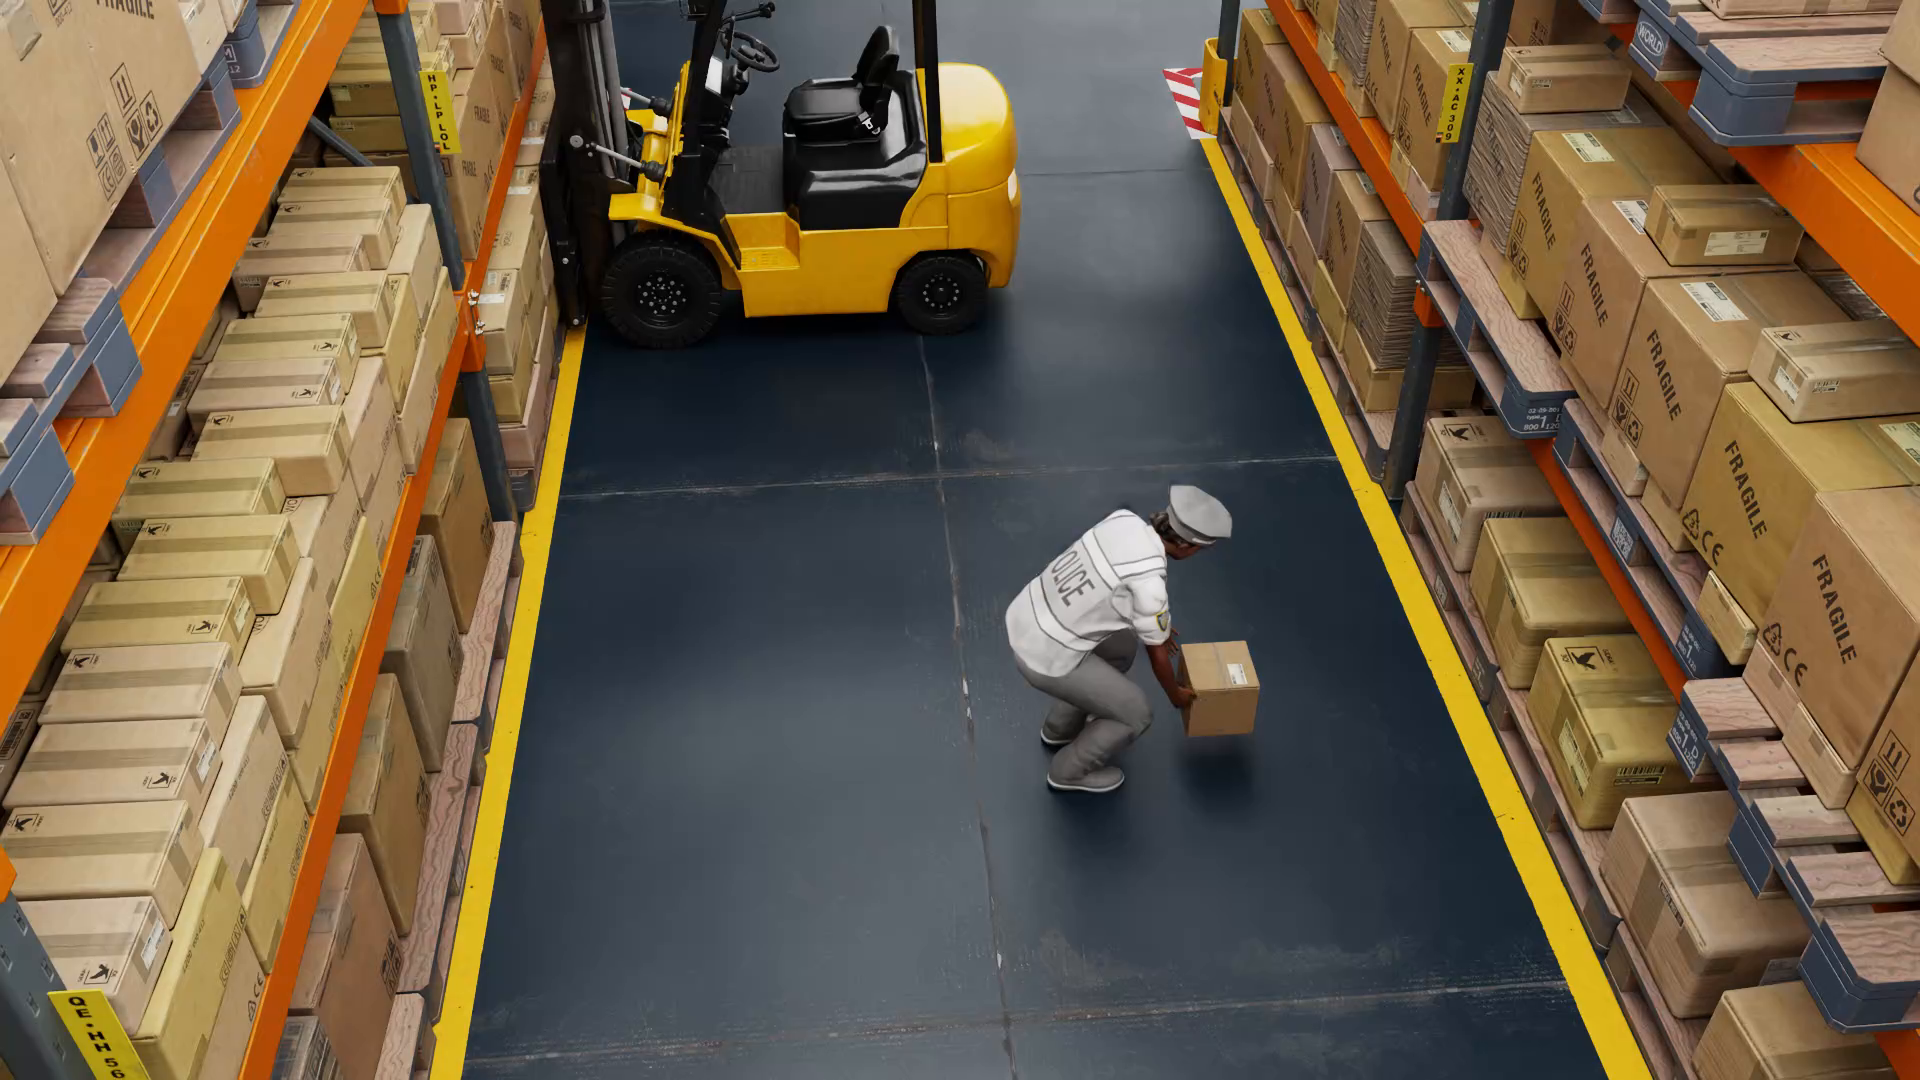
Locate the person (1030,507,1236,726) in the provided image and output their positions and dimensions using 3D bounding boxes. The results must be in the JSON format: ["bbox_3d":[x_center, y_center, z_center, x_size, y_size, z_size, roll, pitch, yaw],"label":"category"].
[{"bbox_3d":[0.617,0.283,6.044,0.725,0.870,0.480,-3,39,-4],"label":"person"}]
